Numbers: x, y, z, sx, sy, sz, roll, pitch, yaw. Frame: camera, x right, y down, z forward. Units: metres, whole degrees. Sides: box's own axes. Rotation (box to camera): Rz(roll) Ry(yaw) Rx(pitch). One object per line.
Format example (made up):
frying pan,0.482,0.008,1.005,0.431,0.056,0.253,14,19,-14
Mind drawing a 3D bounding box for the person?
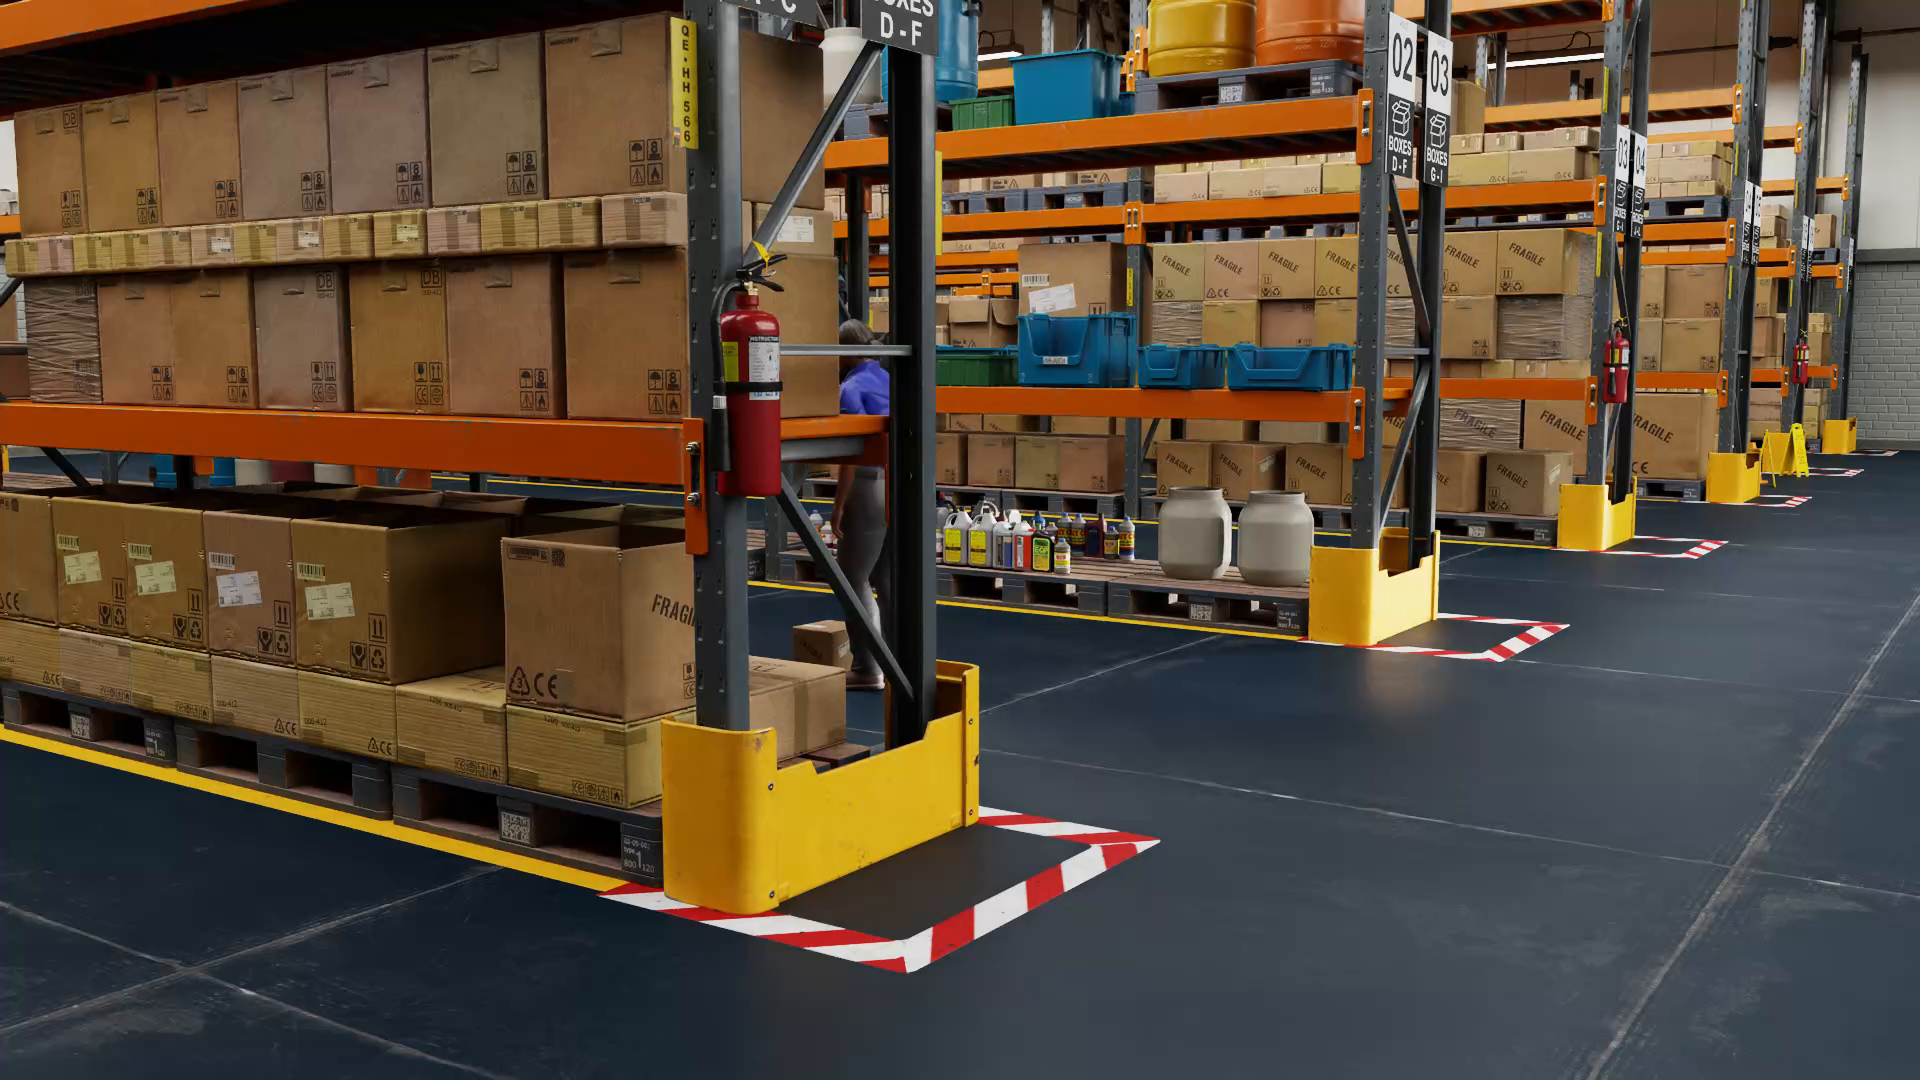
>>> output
person,-0.400,-0.163,7.483,0.353,1.654,0.517,4,8,32
